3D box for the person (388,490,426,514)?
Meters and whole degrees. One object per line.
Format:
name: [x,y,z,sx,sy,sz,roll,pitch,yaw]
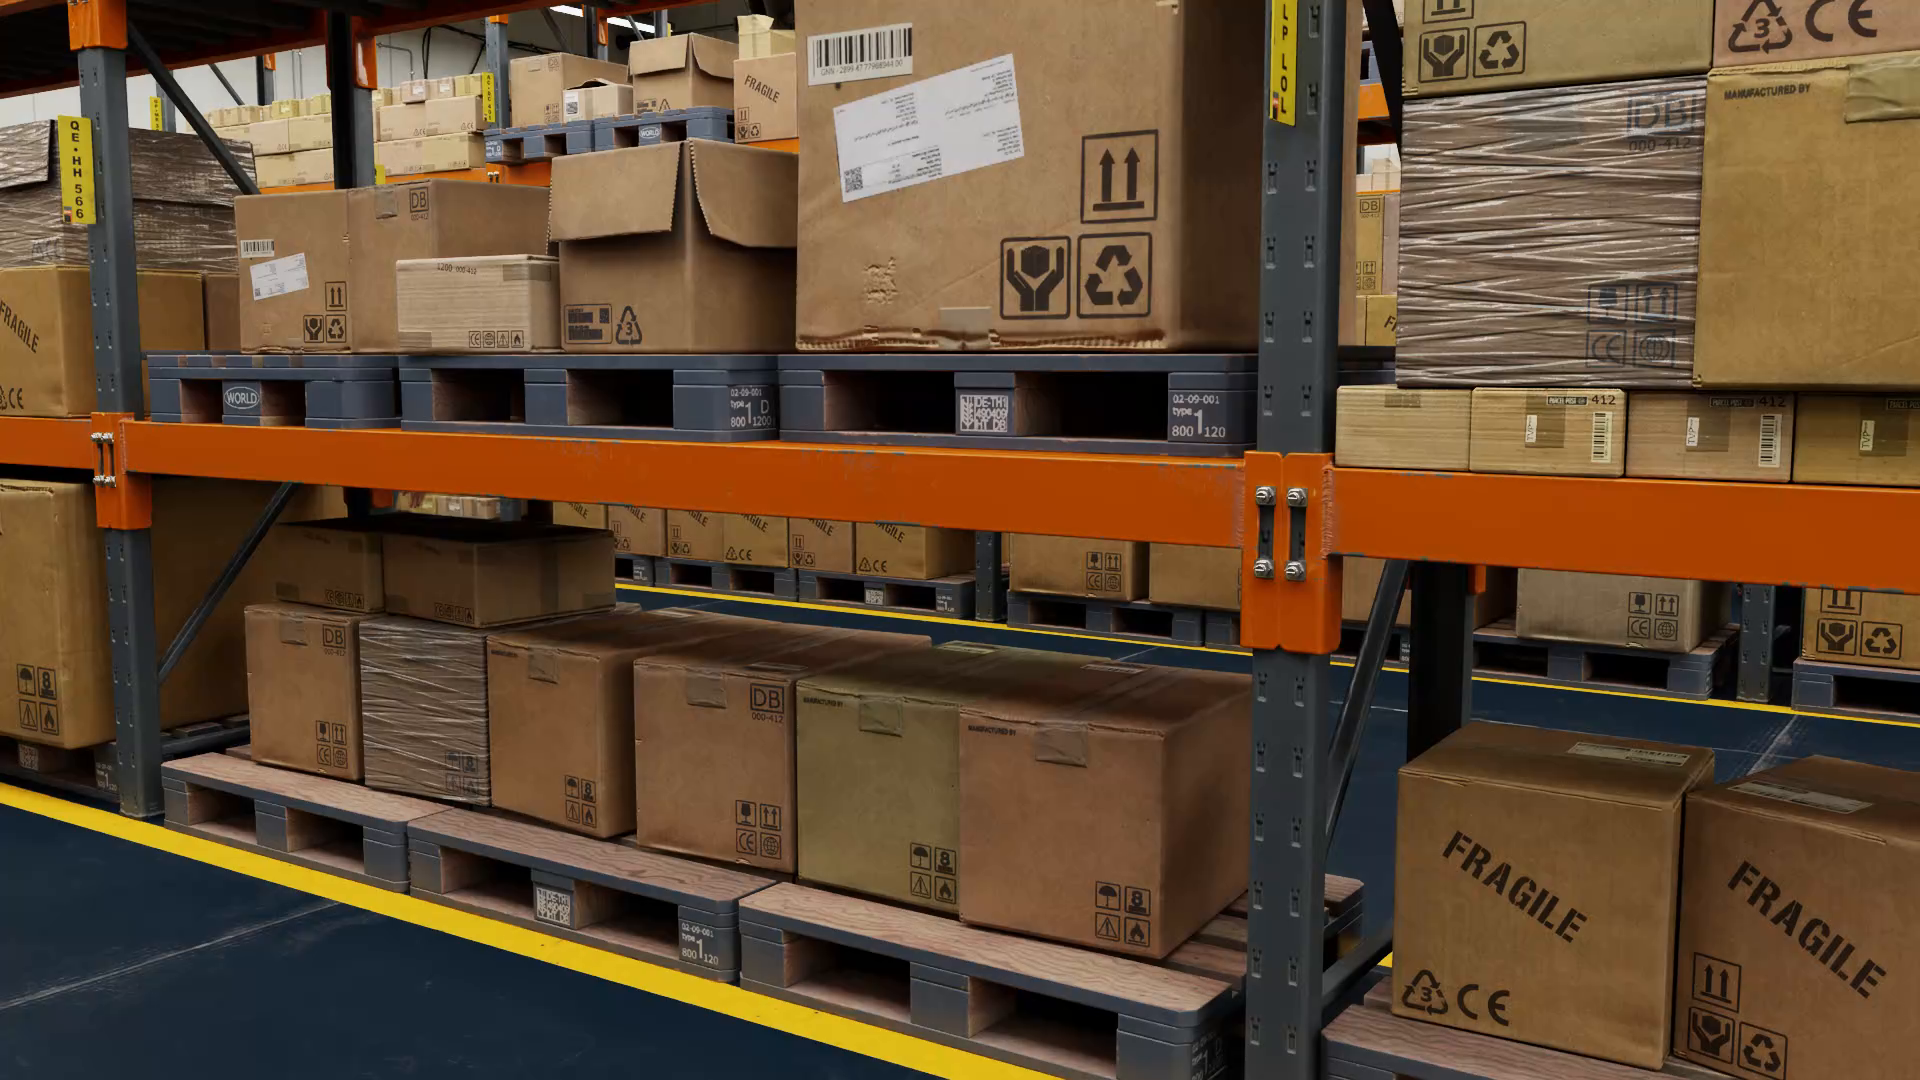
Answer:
person: [-3.156,-0.330,8.738,0.588,1.803,0.765,-6,8,-42]
